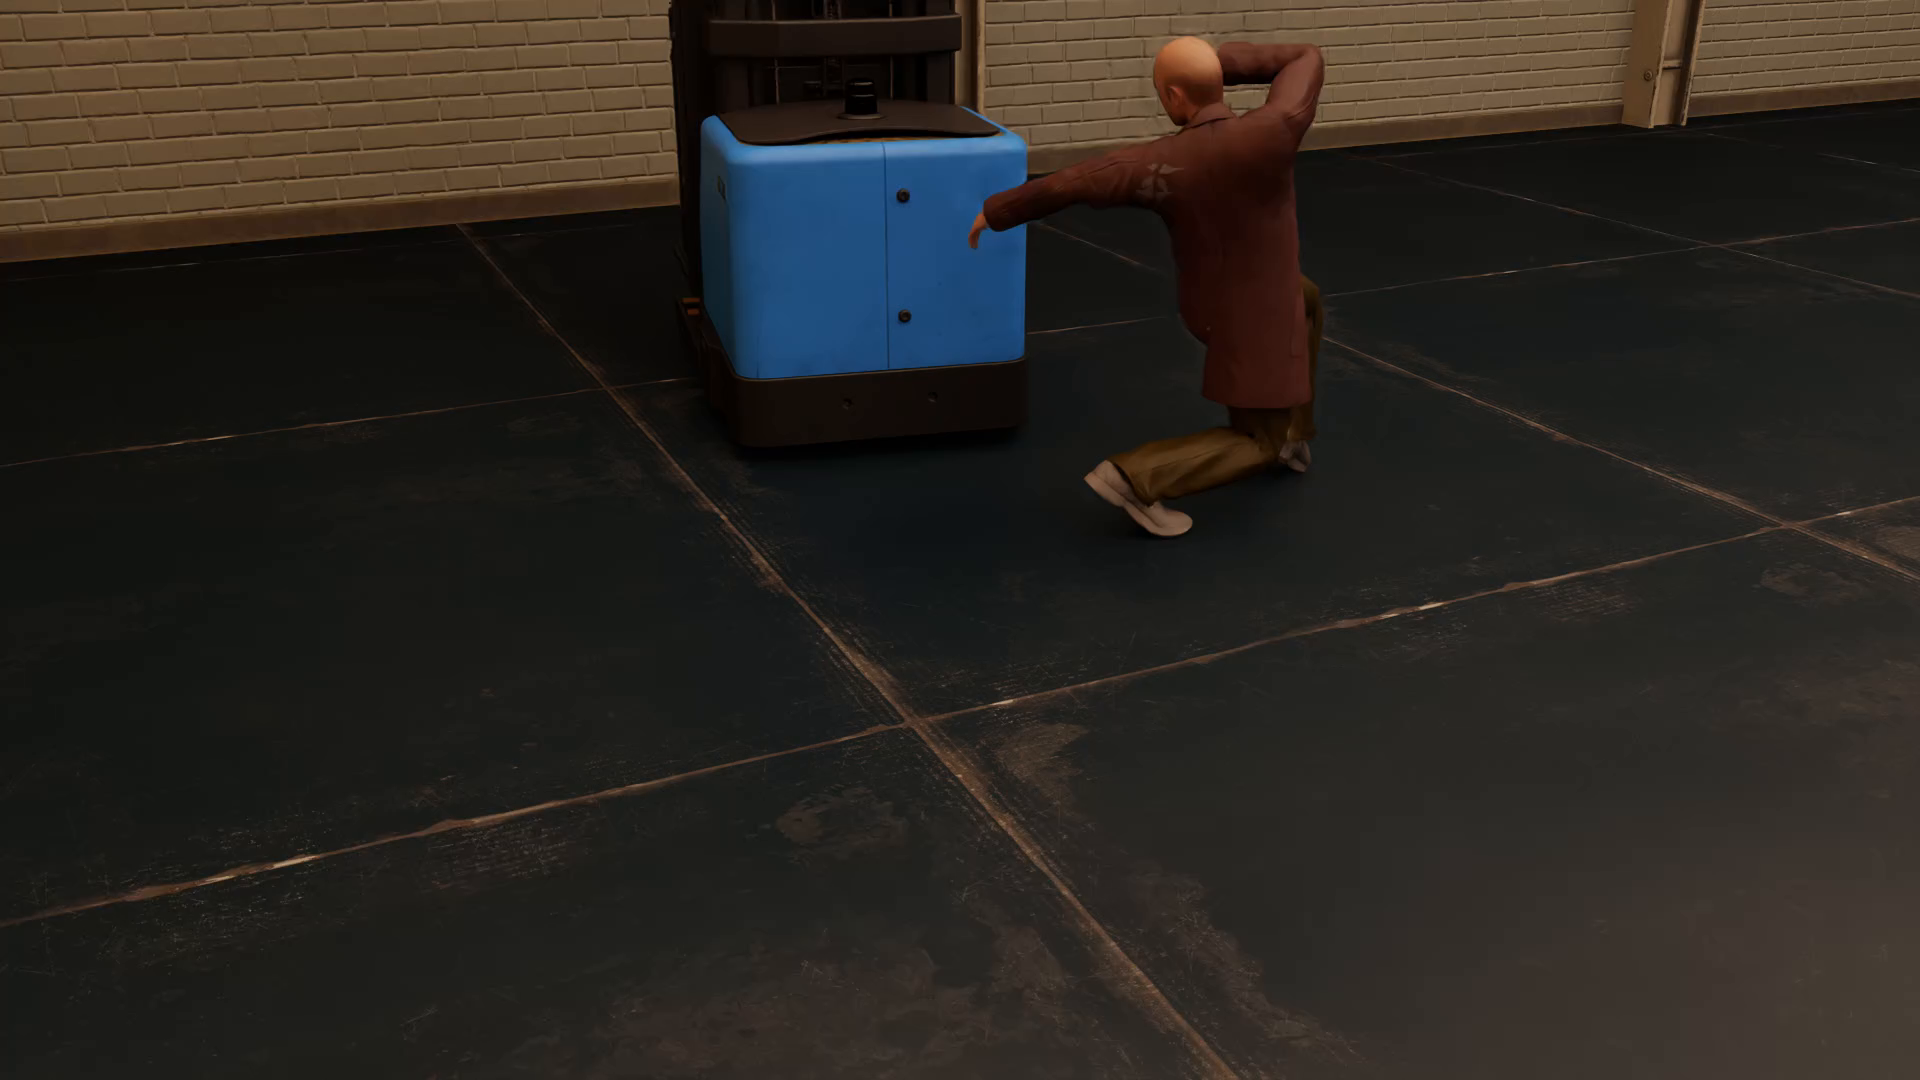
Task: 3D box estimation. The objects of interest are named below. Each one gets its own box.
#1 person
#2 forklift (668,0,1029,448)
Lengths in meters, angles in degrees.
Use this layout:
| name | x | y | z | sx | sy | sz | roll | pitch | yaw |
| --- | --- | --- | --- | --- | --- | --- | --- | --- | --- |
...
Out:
| name | x | y | z | sx | sy | sz | roll | pitch | yaw |
| --- | --- | --- | --- | --- | --- | --- | --- | --- | --- |
| person | 0.672 | -0.847 | 5.246 | 1.044 | 1.477 | 1.030 | 20 | 30 | 40 |
| forklift | -0.620 | -2.205 | 6.593 | 1.130 | 2.935 | 3.031 | -6 | 23 | -13 |
